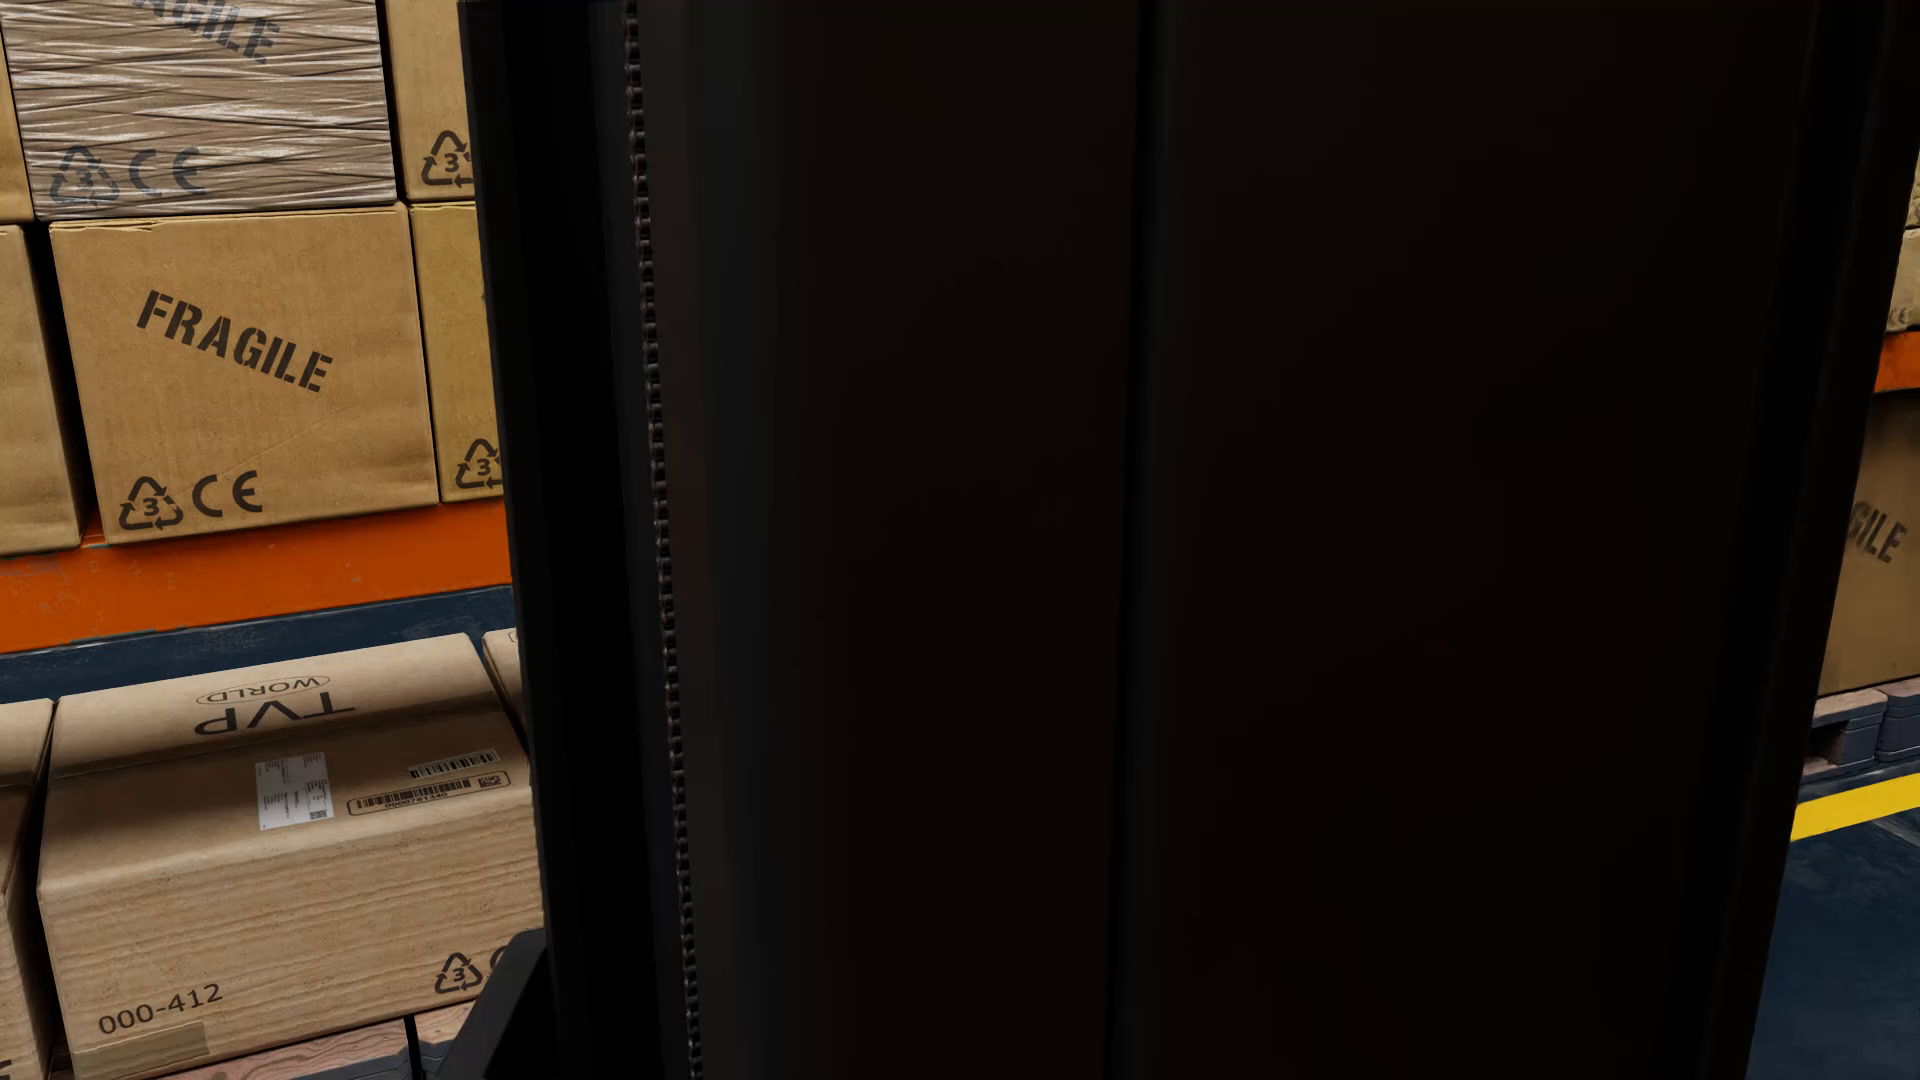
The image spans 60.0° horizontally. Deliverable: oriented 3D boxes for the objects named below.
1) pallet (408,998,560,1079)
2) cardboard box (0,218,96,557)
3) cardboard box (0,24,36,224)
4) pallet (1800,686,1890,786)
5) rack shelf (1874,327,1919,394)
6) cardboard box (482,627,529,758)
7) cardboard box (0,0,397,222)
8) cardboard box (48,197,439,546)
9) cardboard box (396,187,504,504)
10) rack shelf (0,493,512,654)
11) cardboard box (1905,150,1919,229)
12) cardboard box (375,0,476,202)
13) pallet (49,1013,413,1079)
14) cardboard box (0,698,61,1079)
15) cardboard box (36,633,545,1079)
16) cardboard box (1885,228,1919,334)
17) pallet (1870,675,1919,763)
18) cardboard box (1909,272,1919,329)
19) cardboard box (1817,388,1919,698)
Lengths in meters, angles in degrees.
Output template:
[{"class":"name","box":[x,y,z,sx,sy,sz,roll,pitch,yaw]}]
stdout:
[{"class":"pallet","box":[-0.673,0.827,3.855,1.213,0.211,1.003,-8,21,-22]},{"class":"cardboard box","box":[-1.681,-0.268,2.617,0.500,0.500,0.500,-7,21,-20]},{"class":"cardboard box","box":[-1.664,-0.739,2.449,0.500,0.500,0.500,-8,21,-22]},{"class":"pallet","box":[1.857,0.465,4.884,1.213,0.211,1.003,-8,21,-22]},{"class":"rack shelf","box":[1.893,-0.488,4.475,4.000,0.370,1.077,-8,21,-22]},{"class":"cardboard box","box":[-0.563,0.496,3.822,0.875,0.438,0.875,-8,21,-23]},{"class":"cardboard box","box":[-1.200,-0.803,2.629,0.500,0.500,0.500,-8,21,-21]},{"class":"cardboard box","box":[-1.194,-0.332,2.799,0.500,0.500,0.500,-8,21,-23]},{"class":"cardboard box","box":[-0.738,-0.403,3.000,0.500,0.500,0.500,-9,21,-23]},{"class":"rack shelf","box":[-1.780,0.038,2.980,4.000,0.370,1.077,-8,21,-22]},{"class":"cardboard box","box":[1.977,-0.904,4.045,0.500,0.250,0.500,-9,21,-24]},{"class":"cardboard box","box":[-0.737,-0.872,2.827,0.500,0.500,0.500,-8,21,-23]},{"class":"pallet","box":[-1.795,0.989,3.395,1.213,0.211,1.003,-8,21,-22]},{"class":"cardboard box","box":[-2.213,0.732,3.152,0.875,0.438,0.875,-8,21,-20]},{"class":"cardboard box","box":[-1.384,0.614,3.487,0.875,0.438,0.875,-9,21,-24]},{"class":"cardboard box","box":[1.979,-0.665,4.120,0.500,0.250,0.500,-9,21,-23]},{"class":"pallet","box":[2.975,0.306,5.336,1.213,0.211,1.003,-8,21,-22]},{"class":"cardboard box","box":[2.436,-0.741,4.335,0.500,0.250,0.500,-8,21,-22]},{"class":"cardboard box","box":[2.241,-0.105,4.870,0.875,0.875,0.875,-8,21,-21]}]
